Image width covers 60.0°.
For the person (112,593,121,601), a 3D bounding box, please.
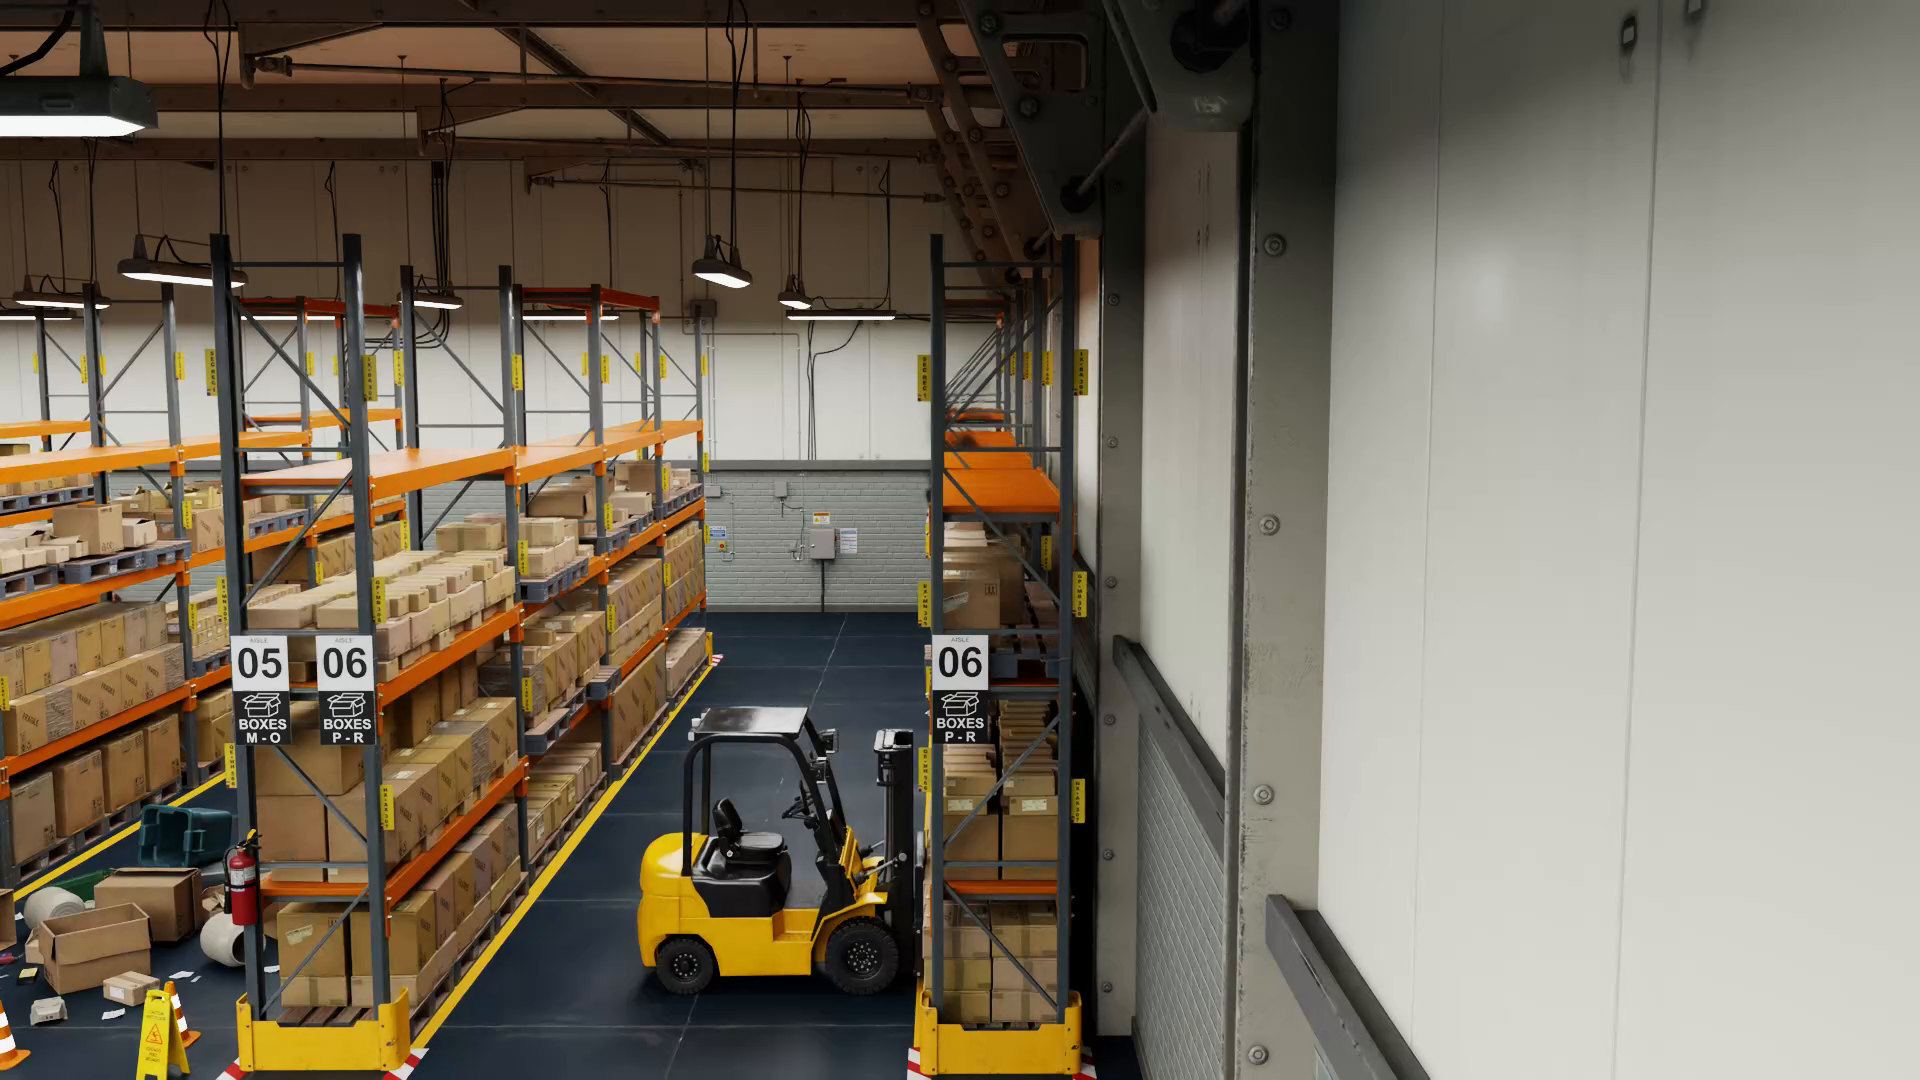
[{"bbox_3d":[-12.885,1.574,25.473,0.528,1.583,0.826,-1,6,-8],"label":"person"}]
